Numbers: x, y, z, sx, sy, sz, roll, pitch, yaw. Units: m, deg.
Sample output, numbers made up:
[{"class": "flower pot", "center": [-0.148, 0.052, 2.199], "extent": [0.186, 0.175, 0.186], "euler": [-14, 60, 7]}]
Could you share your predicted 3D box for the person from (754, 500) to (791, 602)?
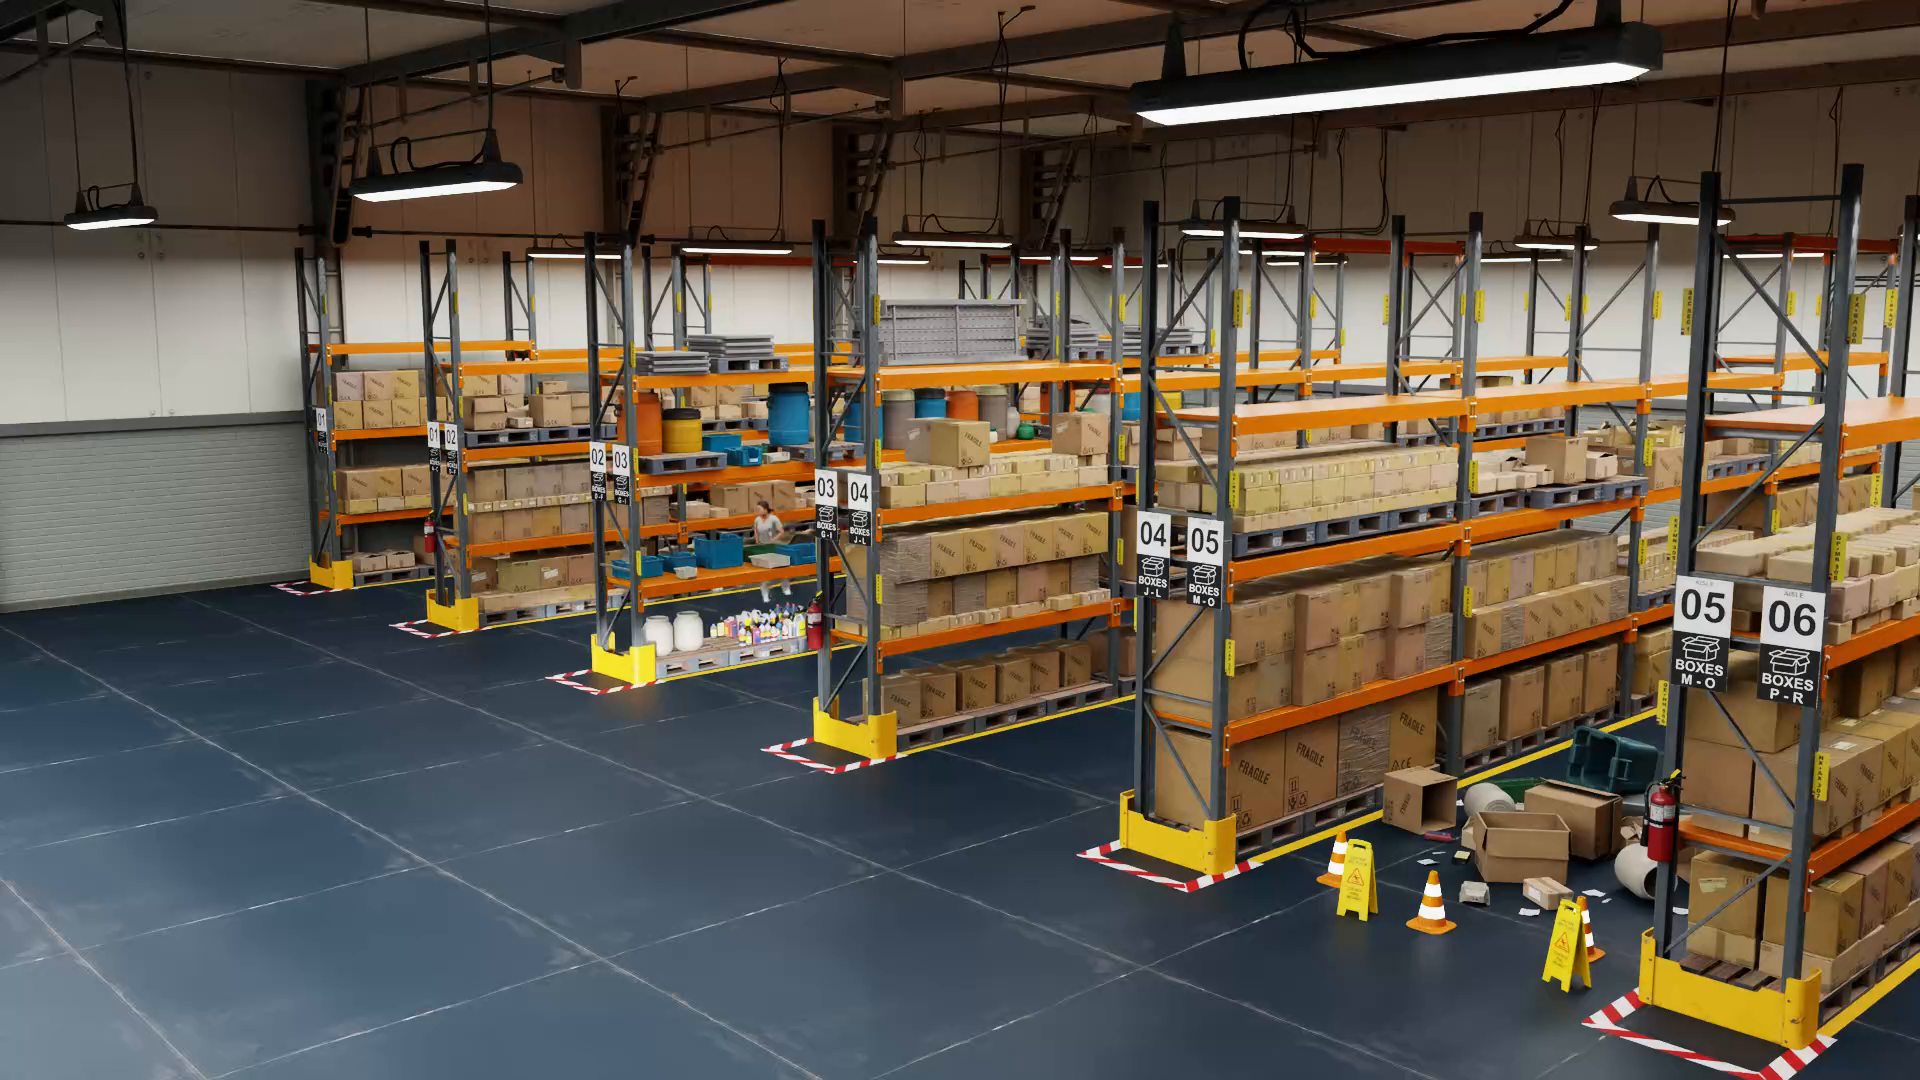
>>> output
[{"class": "person", "center": [-3.058, 0.172, 26.956], "extent": [0.581, 1.656, 0.778], "euler": [0, 8, 0]}]
